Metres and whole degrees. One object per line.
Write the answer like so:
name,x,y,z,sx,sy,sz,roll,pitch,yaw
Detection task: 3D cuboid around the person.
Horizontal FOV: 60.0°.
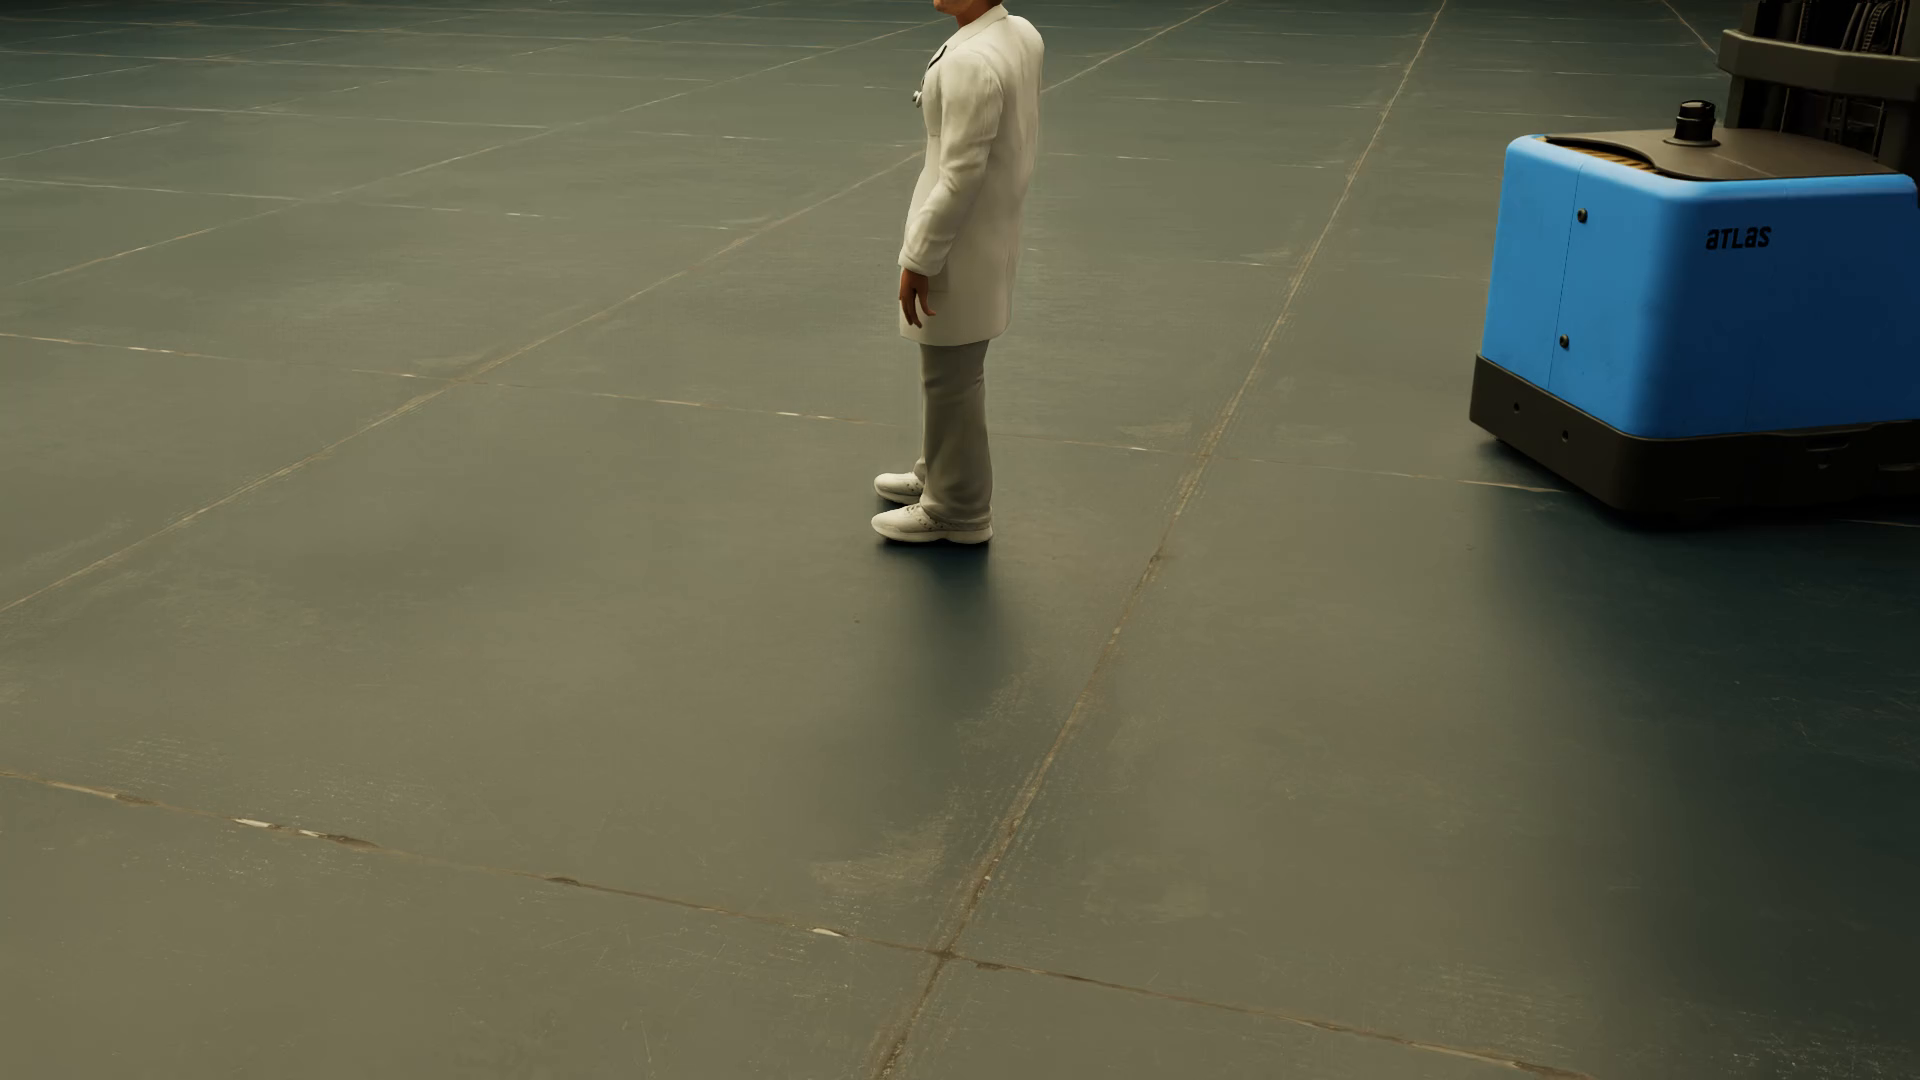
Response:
person,-0.085,-0.840,4.808,0.581,1.776,0.696,7,23,16

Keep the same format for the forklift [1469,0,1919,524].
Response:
forklift,3.405,-1.683,5.356,3.031,2.935,1.130,-5,23,-12
